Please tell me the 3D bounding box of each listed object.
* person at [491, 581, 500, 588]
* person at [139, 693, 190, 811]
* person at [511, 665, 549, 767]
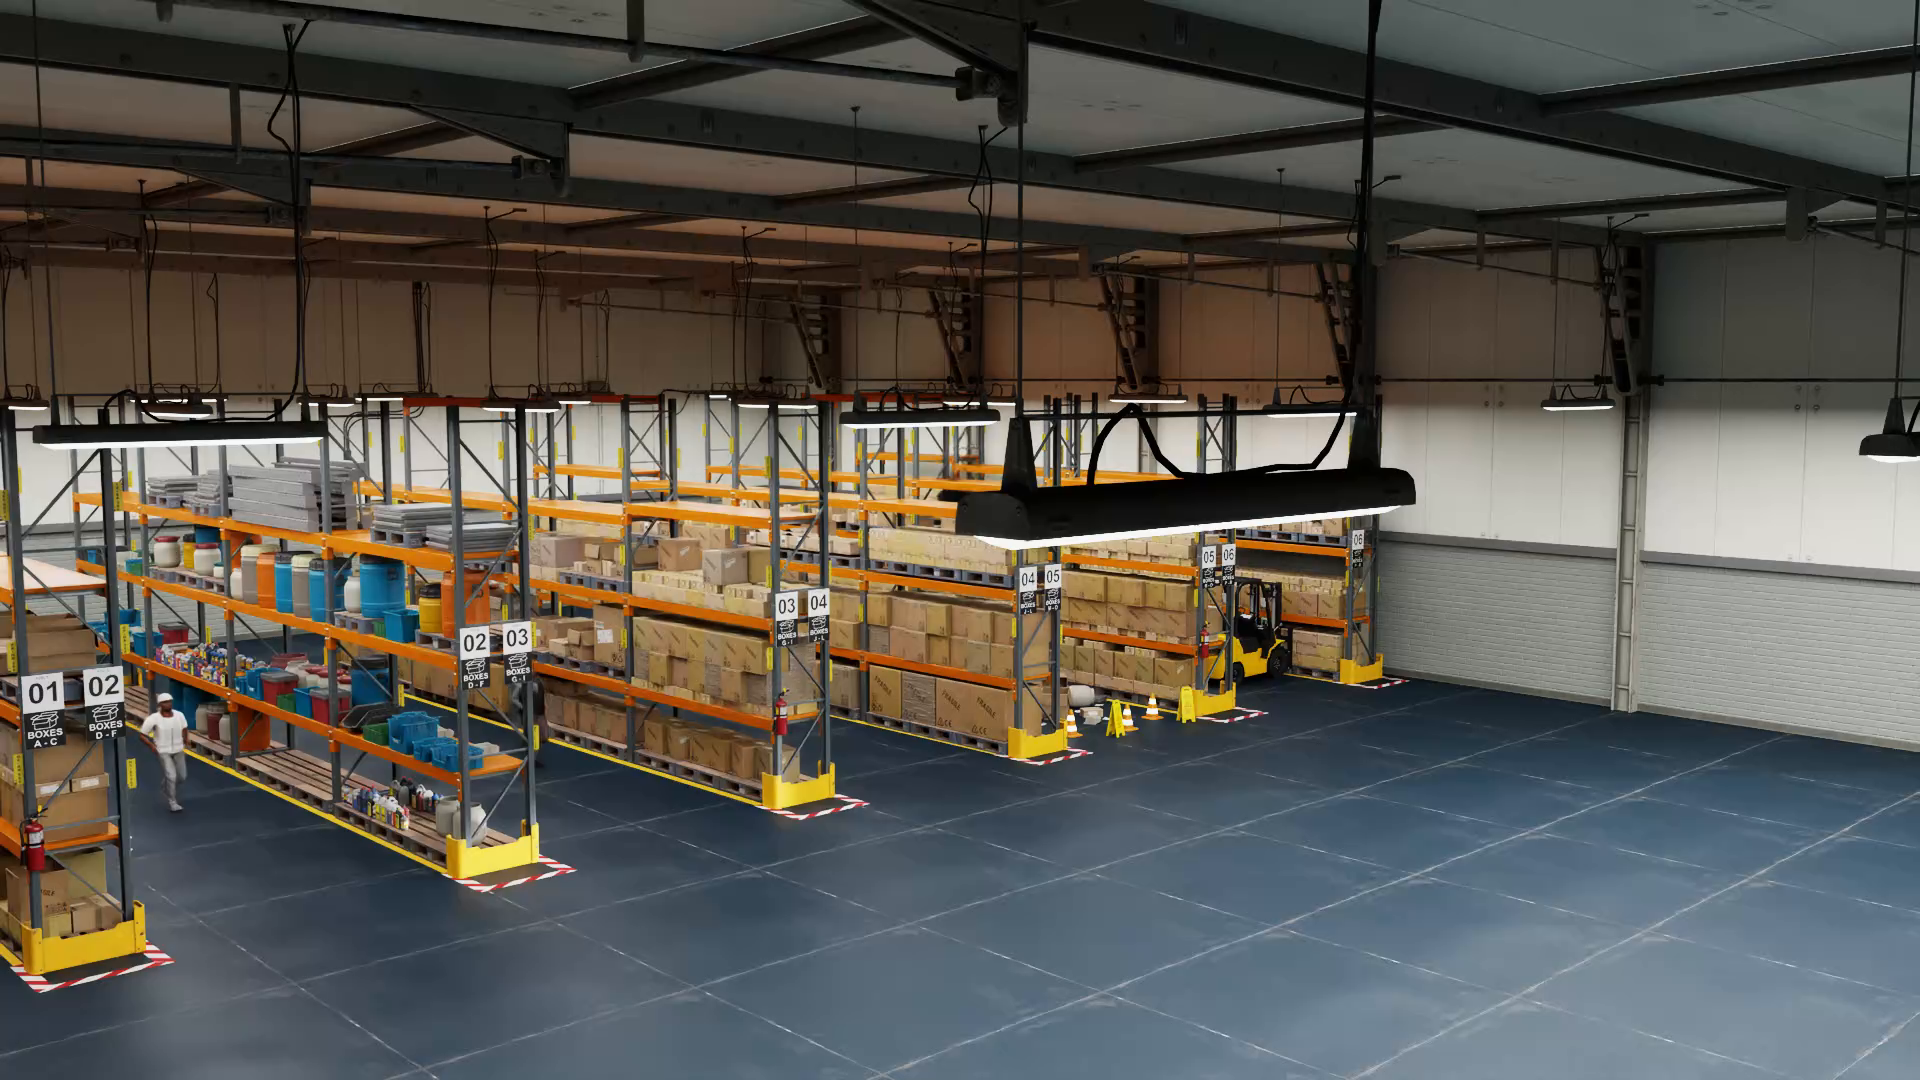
[{"bbox_3d":[-10.786,1.764,38.317,0.730,1.702,0.609,-2,6,-17],"label":"person"},{"bbox_3d":[-11.683,3.107,24.498,0.696,1.723,0.704,4,7,39],"label":"person"},{"bbox_3d":[-7.031,2.863,27.261,0.612,1.671,0.657,5,7,42],"label":"person"}]
